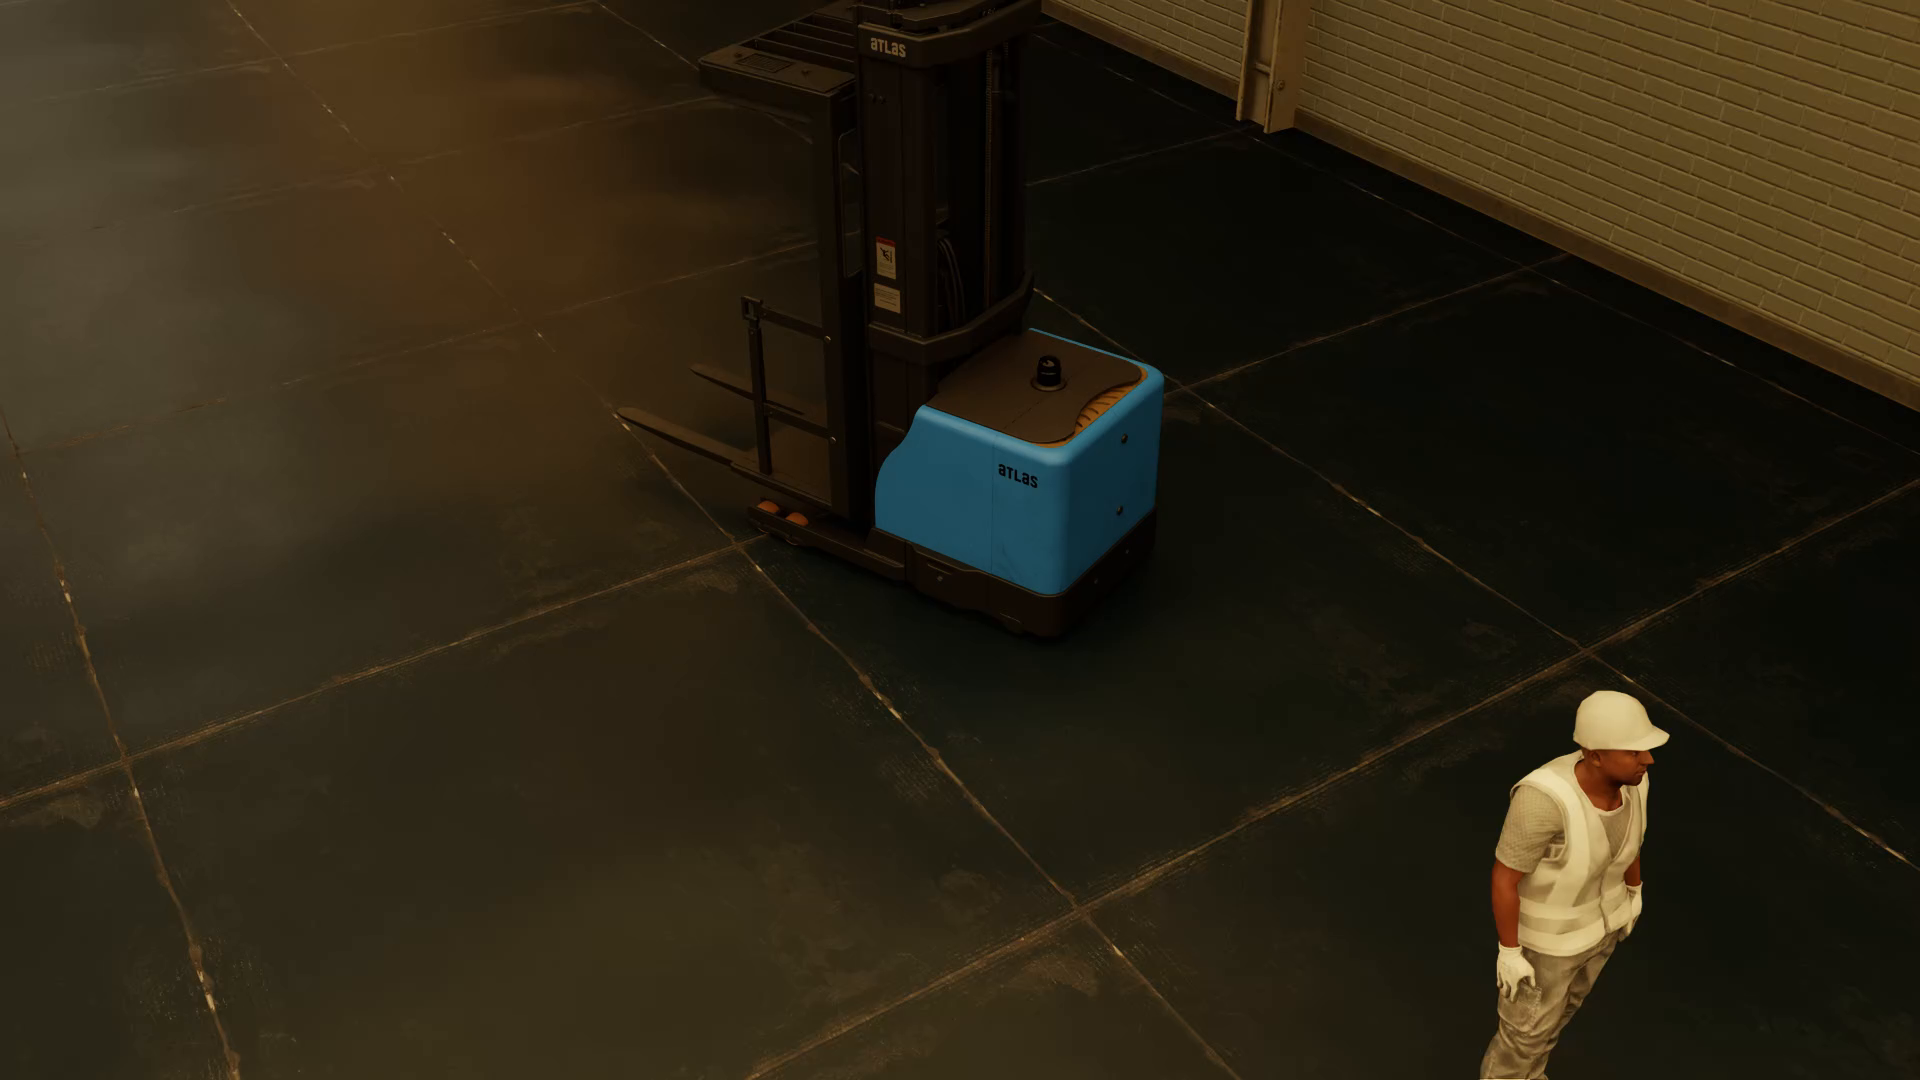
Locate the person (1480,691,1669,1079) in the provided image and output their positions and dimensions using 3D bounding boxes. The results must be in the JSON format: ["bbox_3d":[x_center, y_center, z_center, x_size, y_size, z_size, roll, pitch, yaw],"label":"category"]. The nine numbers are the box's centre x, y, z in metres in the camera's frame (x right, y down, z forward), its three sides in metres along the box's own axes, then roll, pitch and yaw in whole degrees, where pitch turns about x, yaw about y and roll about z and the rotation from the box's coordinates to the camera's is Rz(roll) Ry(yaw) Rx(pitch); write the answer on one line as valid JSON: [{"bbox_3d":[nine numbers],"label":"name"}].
[{"bbox_3d":[1.989,1.273,5.321,0.656,1.782,0.577,-21,40,-26],"label":"person"}]

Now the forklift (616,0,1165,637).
[{"bbox_3d":[-0.500,-1.399,8.138,3.031,2.935,1.130,22,41,28],"label":"forklift"}]
